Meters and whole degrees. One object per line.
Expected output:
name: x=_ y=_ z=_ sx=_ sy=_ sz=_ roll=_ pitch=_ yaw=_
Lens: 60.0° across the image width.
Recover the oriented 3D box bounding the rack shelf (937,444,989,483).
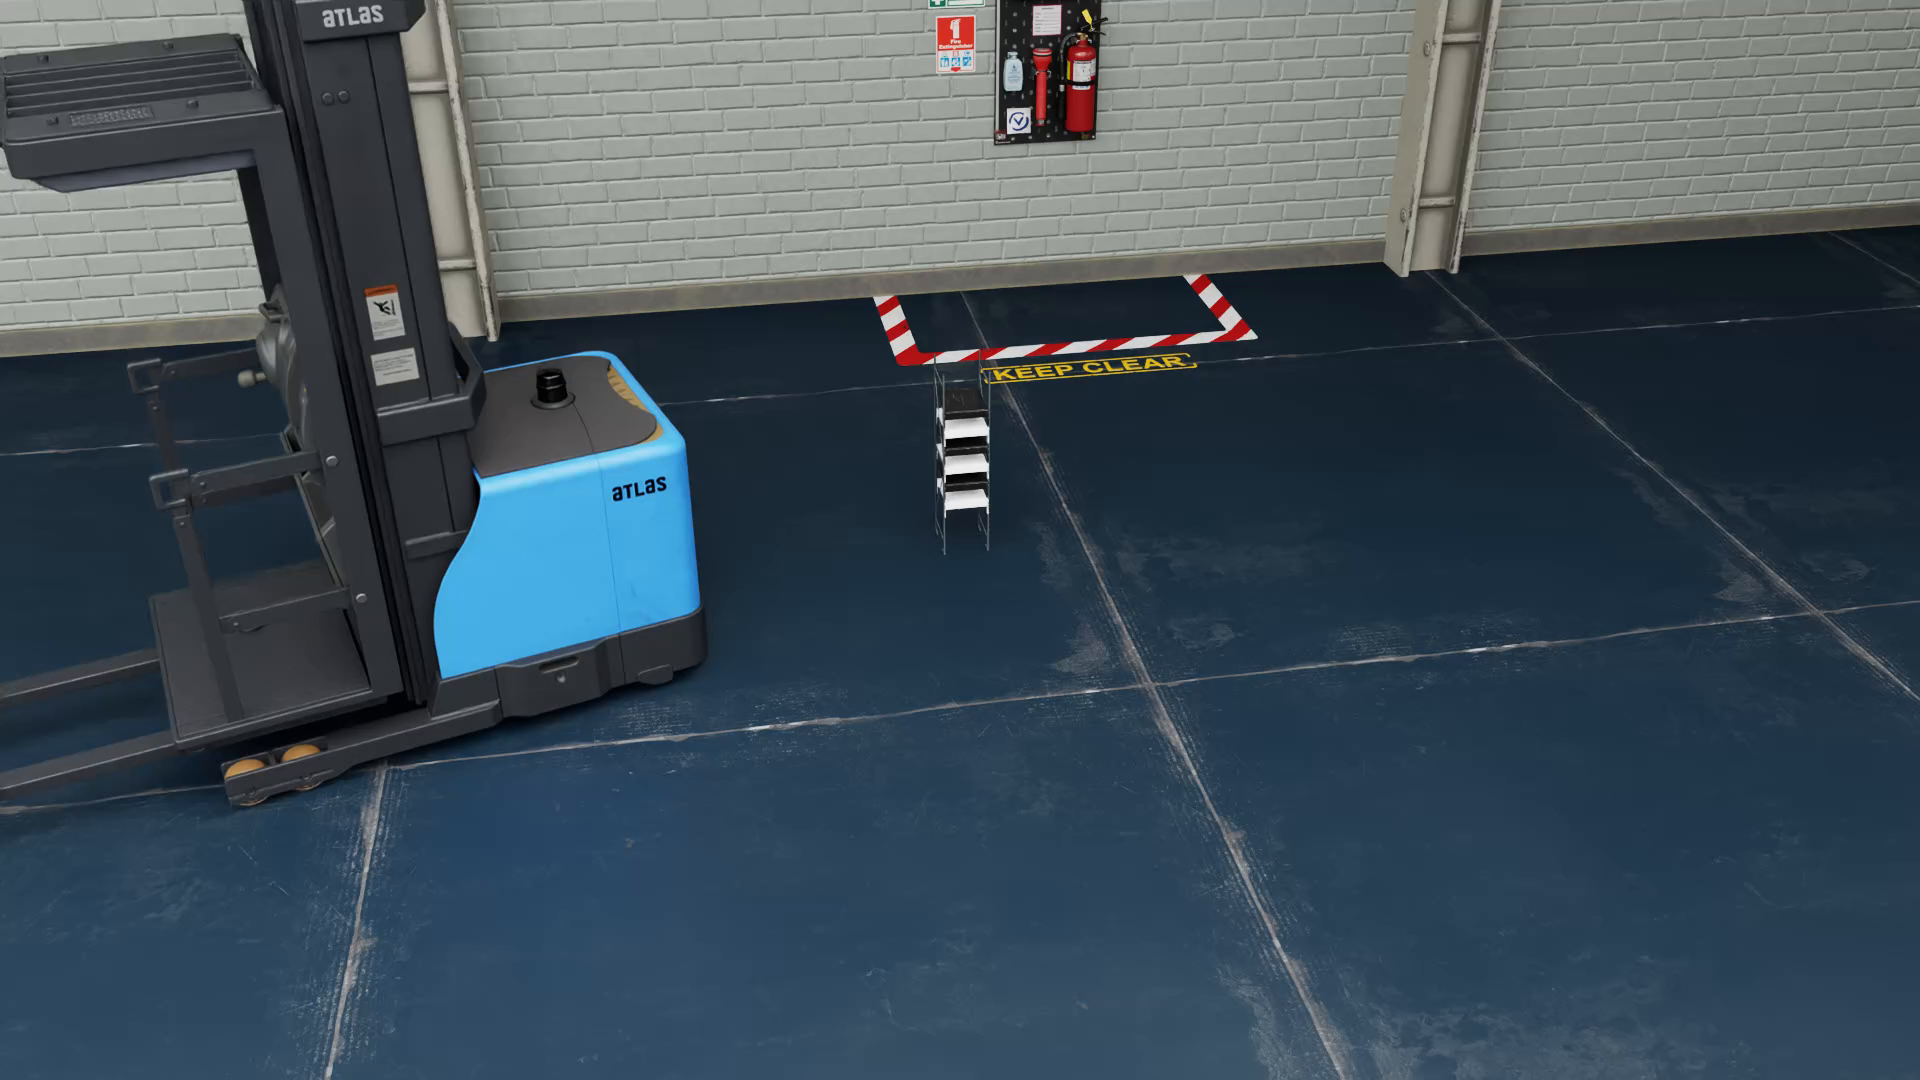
rack shelf: x=0.008 y=-0.360 z=7.540 sx=0.200 sy=0.077 sz=0.258 roll=-5 pitch=31 yaw=-9

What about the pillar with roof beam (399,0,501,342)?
pillar with roof beam: x=-2.151 y=-2.957 z=3.901 sx=0.400 sy=9.000 sz=9.100 roll=-5 pitch=31 yaw=-9

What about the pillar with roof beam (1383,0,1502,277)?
pillar with roof beam: x=3.751 y=-3.505 z=4.833 sx=0.400 sy=9.000 sz=9.100 roll=-5 pitch=31 yaw=-9

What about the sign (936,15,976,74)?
sign: x=-0.025 y=-2.875 z=9.645 sx=0.234 sy=0.329 sz=0.001 roll=-5 pitch=31 yaw=-9

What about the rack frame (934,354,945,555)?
rack frame: x=-0.092 y=-0.379 z=7.507 sx=0.006 sy=0.900 sz=0.240 roll=-5 pitch=31 yaw=-9

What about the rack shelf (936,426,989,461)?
rack shelf: x=0.008 y=-0.437 z=7.494 sx=0.200 sy=0.077 sz=0.258 roll=-5 pitch=31 yaw=-9

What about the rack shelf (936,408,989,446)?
rack shelf: x=0.008 y=-0.515 z=7.449 sx=0.200 sy=0.077 sz=0.258 roll=-5 pitch=31 yaw=-9

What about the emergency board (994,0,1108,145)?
emergency board: x=0.538 y=-2.859 z=9.652 sx=0.643 sy=1.169 sz=0.194 roll=-5 pitch=31 yaw=-9

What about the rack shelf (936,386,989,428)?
rack shelf: x=0.008 y=-0.593 z=7.403 sx=0.200 sy=0.077 sz=0.258 roll=-5 pitch=31 yaw=-9

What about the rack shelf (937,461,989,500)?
rack shelf: x=0.008 y=-0.282 z=7.586 sx=0.200 sy=0.077 sz=0.258 roll=-5 pitch=31 yaw=-9

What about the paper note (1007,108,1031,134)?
paper note: x=0.351 y=-2.497 z=9.907 sx=0.142 sy=0.148 sz=0.016 roll=-5 pitch=31 yaw=-9

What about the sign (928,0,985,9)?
sign: x=-0.019 y=-3.099 z=9.504 sx=0.331 sy=0.109 sz=0.001 roll=-5 pitch=31 yaw=-9

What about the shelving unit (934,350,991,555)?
shelving unit: x=0.008 y=-0.389 z=7.523 sx=0.210 sy=0.900 sz=0.258 roll=-5 pitch=31 yaw=-9

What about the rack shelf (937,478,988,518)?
rack shelf: x=0.008 y=-0.205 z=7.631 sx=0.200 sy=0.077 sz=0.258 roll=-5 pitch=31 yaw=-9

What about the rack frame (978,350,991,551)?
rack frame: x=0.108 y=-0.398 z=7.539 sx=0.006 sy=0.900 sz=0.240 roll=-5 pitch=31 yaw=-9

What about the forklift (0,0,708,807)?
forklift: x=-2.581 y=-0.597 z=5.873 sx=3.031 sy=2.935 sz=1.130 roll=-15 pitch=33 yaw=-23
